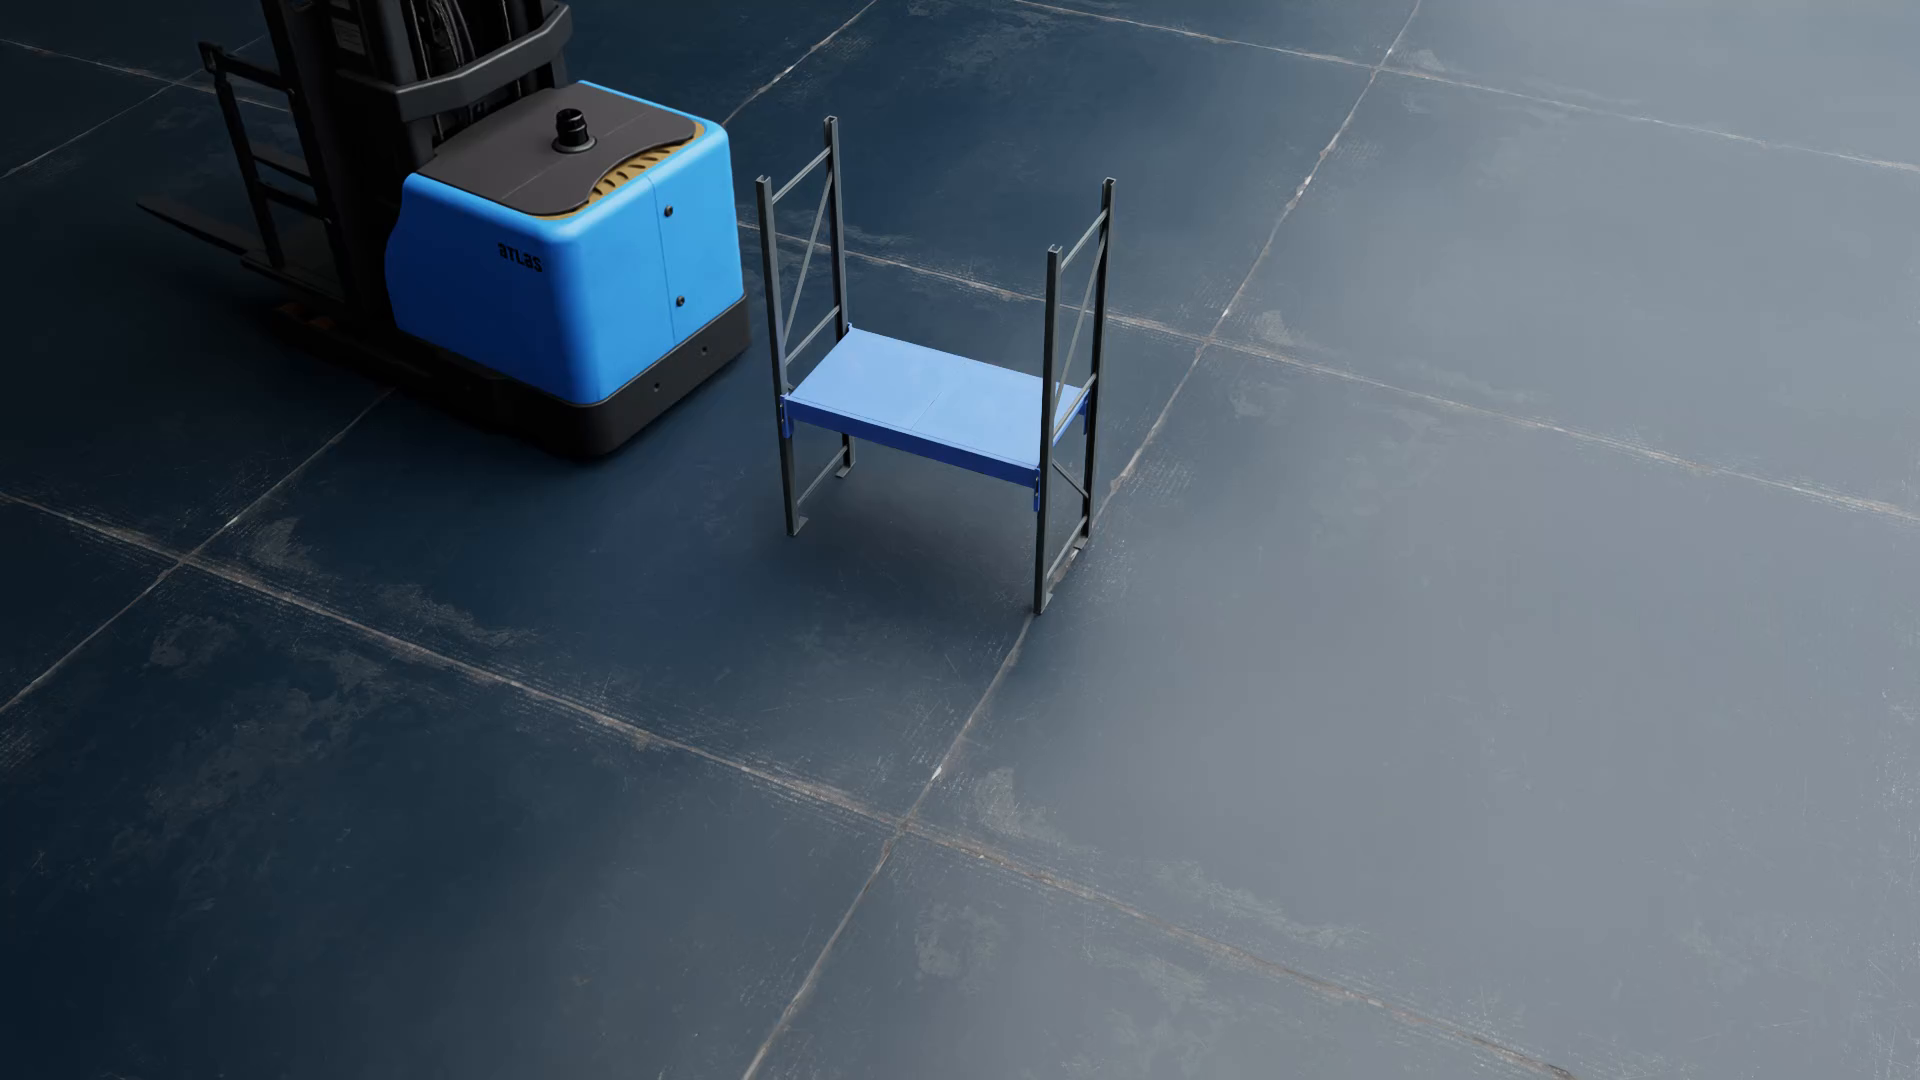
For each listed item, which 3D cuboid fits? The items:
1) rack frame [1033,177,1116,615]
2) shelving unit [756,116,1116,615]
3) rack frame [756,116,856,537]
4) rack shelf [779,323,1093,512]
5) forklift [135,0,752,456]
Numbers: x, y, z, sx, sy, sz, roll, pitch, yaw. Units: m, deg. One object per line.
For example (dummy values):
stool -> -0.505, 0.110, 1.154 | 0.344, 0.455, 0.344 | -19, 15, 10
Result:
rack frame -> 0.383, -0.450, 5.673 | 0.032, 1.500, 0.500 | 17, 44, 19
shelving unit -> -0.077, -0.590, 5.835 | 1.048, 1.500, 0.538 | 17, 44, 19
rack frame -> -0.538, -0.731, 5.998 | 0.032, 1.500, 0.500 | 17, 44, 19
rack shelf -> -0.077, -0.454, 5.953 | 1.000, 0.185, 0.538 | 17, 44, 19
forklift -> -2.417, -2.183, 6.580 | 3.031, 2.935, 1.130 | 23, 46, 24
